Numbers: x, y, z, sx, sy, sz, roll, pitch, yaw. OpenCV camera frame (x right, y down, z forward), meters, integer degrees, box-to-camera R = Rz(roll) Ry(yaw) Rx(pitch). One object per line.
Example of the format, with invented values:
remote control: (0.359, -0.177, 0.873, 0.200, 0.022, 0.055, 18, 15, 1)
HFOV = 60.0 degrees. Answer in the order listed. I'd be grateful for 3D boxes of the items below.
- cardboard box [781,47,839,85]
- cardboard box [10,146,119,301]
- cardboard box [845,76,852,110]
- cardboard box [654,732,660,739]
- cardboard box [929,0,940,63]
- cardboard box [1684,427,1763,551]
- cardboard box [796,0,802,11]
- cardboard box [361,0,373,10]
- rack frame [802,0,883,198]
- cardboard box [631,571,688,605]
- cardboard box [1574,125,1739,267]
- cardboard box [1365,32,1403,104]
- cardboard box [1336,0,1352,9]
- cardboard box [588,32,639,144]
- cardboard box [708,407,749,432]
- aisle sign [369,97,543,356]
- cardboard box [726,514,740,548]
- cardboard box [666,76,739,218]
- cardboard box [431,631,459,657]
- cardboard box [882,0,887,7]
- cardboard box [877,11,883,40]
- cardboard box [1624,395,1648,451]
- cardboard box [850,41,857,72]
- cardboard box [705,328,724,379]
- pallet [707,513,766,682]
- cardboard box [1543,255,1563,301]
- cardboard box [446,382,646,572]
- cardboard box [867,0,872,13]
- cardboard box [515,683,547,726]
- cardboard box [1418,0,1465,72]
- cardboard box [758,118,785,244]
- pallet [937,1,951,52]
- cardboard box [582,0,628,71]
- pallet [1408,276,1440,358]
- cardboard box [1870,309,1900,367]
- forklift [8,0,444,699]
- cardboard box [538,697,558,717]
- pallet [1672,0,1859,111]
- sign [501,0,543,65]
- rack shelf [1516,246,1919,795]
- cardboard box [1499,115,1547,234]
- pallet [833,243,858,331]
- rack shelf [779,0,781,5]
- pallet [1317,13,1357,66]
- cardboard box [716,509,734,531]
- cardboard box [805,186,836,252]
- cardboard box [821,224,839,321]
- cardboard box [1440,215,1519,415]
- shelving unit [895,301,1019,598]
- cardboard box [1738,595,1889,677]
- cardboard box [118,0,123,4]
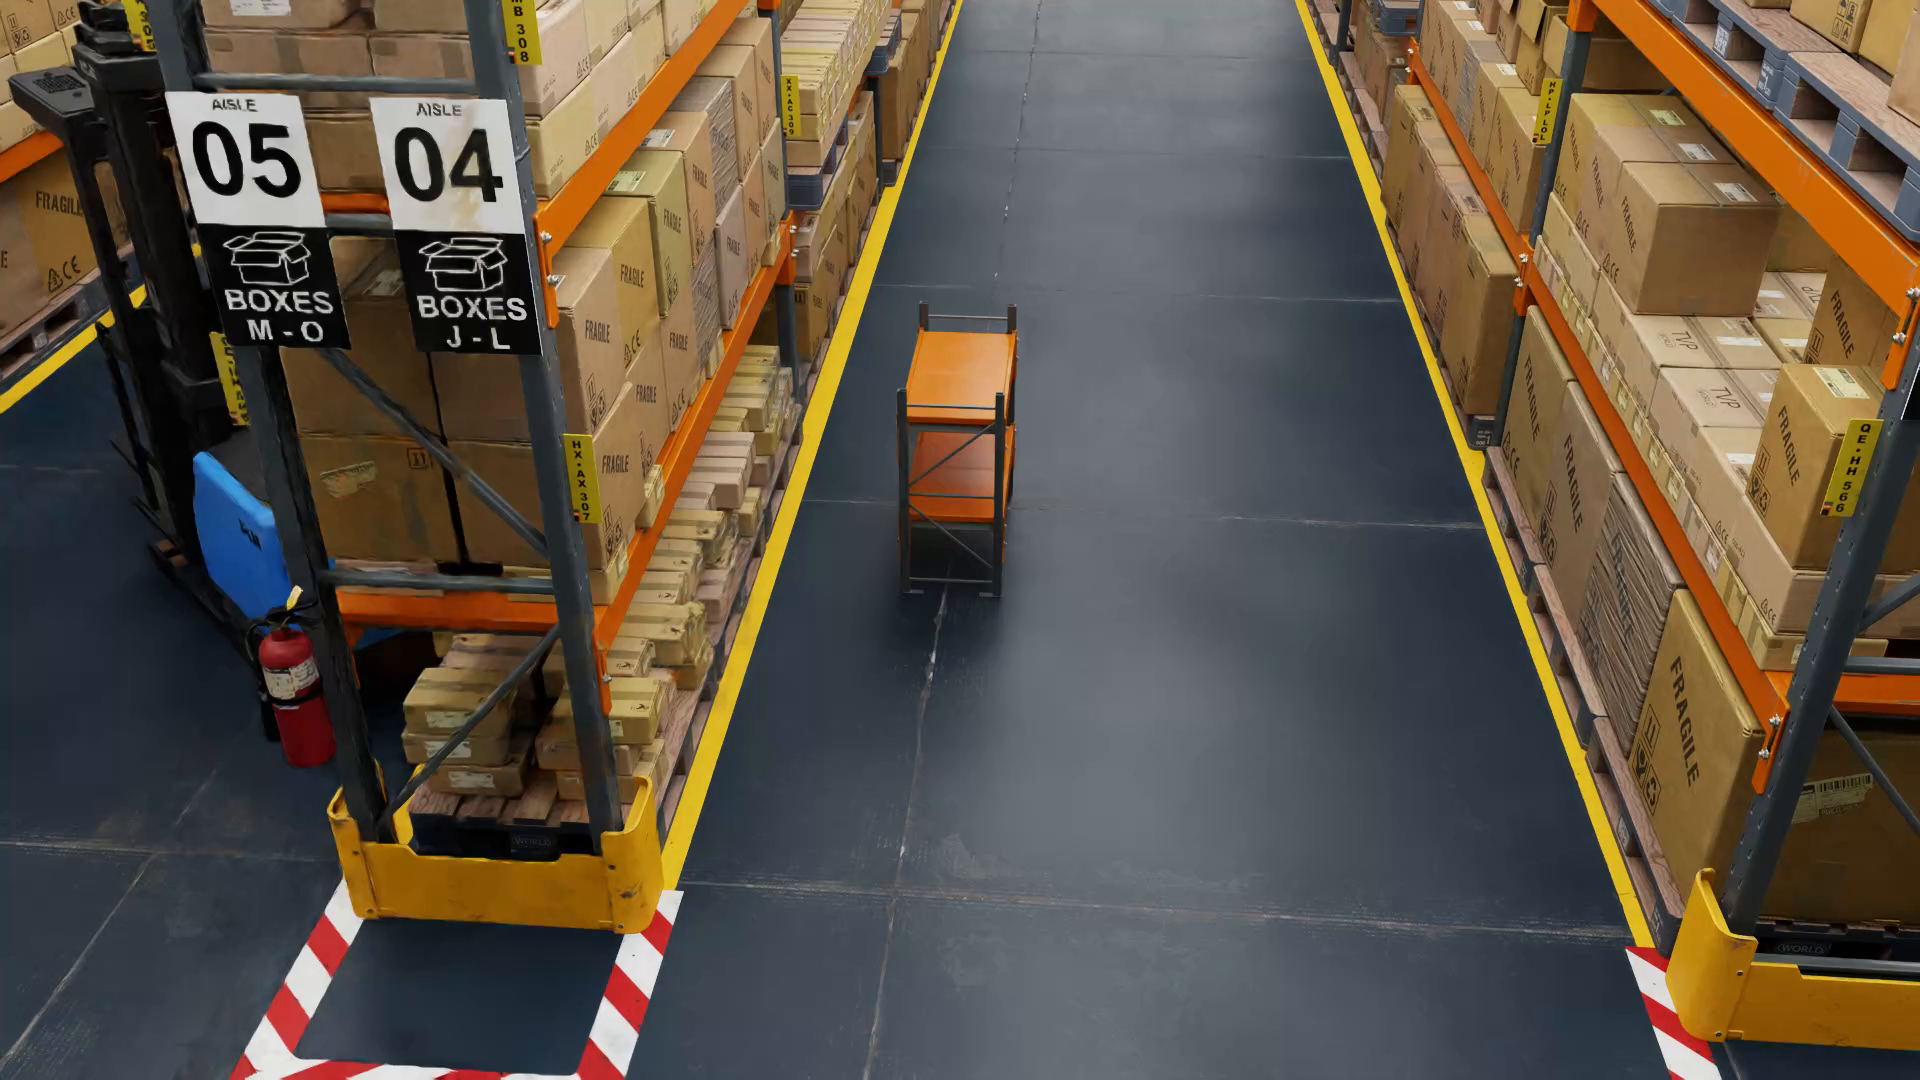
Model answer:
cardboard box: (-0.908, -2.734, 9.599, 0.380, 0.149, 0.250, 3, 32, 4)
cardboard box: (-6.344, -2.176, 11.046, 0.875, 0.875, 0.875, 3, 32, 5)
cardboard box: (-0.865, -2.741, 10.178, 0.380, 0.149, 0.250, 1, 32, 2)
cardboard box: (-1.463, 0.783, 6.937, 0.380, 0.149, 0.250, 2, 32, 4)
cardboard box: (-0.748, -5.018, 15.778, 1.050, 0.750, 0.750, 2, 32, 4)
cardboard box: (2.988, -0.179, 6.041, 0.500, 0.250, 0.500, 2, 32, 3)
cardboard box: (-1.350, -3.881, 12.027, 0.380, 0.149, 0.250, 2, 32, 3)
cardboard box: (-1.933, -1.759, 5.172, 0.380, 0.149, 0.250, 3, 32, 5)
rack frame: (-1.113, -4.034, 12.437, 1.000, 3.000, 0.127, 2, 32, 4)
cardboard box: (-1.394, 0.262, 7.215, 0.380, 0.149, 0.250, 1, 32, 2)
cardboard box: (3.155, -1.563, 7.572, 0.500, 0.500, 0.500, 2, 32, 4)
cardboard box: (3.974, -4.123, 14.544, 0.700, 0.500, 0.500, 0, 32, 0)
cardboard box: (4.232, -5.811, 17.303, 0.500, 0.500, 0.500, 0, 32, 0)
cardboard box: (-1.425, -1.563, 5.711, 0.500, 0.250, 0.500, 3, 32, 6)
cardboard box: (-1.301, -0.566, 8.559, 0.380, 0.149, 0.250, 3, 32, 6)
aisle sign: (-1.471, -0.907, 4.884, 0.394, 0.787, 0.004, 2, 32, 4)
cardboard box: (-1.303, -0.013, 8.230, 0.380, 0.149, 0.250, 3, 32, 5)
cardboard box: (-1.300, -1.743, 7.387, 0.500, 0.500, 0.500, 3, 32, 5)
cardboard box: (-2.001, 0.373, 7.035, 0.380, 0.149, 0.250, 2, 32, 3)
cardboard box: (-0.719, -3.815, 11.637, 0.380, 0.149, 0.250, 4, 32, 6)
cardboard box: (-0.737, -3.564, 11.514, 0.380, 0.149, 0.250, 3, 32, 5)
cardboard box: (2.997, -0.479, 6.907, 0.380, 0.149, 0.250, 3, 32, 5)
cardboard box: (-0.846, -3.014, 10.337, 0.380, 0.149, 0.250, 2, 32, 3)
cardboard box: (-1.284, -0.856, 7.519, 0.380, 0.149, 0.250, 3, 32, 5)
pallet: (-1.554, 0.237, 8.164, 1.003, 0.211, 1.213, 2, 32, 4)
cardboard box: (3.120, -1.293, 8.229, 0.380, 0.149, 0.250, 1, 32, 2)
cardboard box: (-1.452, -0.243, 5.907, 0.500, 0.500, 0.500, 4, 32, 6)
cardboard box: (-0.783, -3.550, 10.923, 0.380, 0.149, 0.250, 2, 32, 4)
cardboard box: (-1.930, 0.635, 6.895, 0.380, 0.149, 0.250, 2, 32, 3)
cardboard box: (3.512, -3.570, 11.588, 0.500, 0.500, 0.500, 3, 32, 5)
cardboard box: (-1.196, -1.847, 8.509, 0.500, 0.500, 0.500, 3, 32, 4)
pallet: (-0.647, -5.333, 17.202, 1.003, 0.211, 1.213, 2, 32, 4)
cardboard box: (-1.428, -1.768, 5.568, 0.500, 0.250, 0.500, 2, 32, 3)
pallet: (3.581, -1.537, 11.043, 1.003, 0.211, 1.213, 2, 32, 4)
cardboard box: (3.520, -0.469, 5.797, 0.500, 0.500, 0.500, 2, 32, 3)
forklift: (-3.482, -1.169, 7.853, 1.130, 2.935, 3.031, -25, 40, -35)
cardboard box: (-1.902, 0.626, 7.191, 0.380, 0.149, 0.250, 2, 32, 4)
pallet: (3.318, -1.854, 6.124, 1.003, 0.211, 1.213, 2, 32, 4)
sign: (-1.223, -1.477, 4.595, 0.100, 0.325, 0.005, 2, 32, 4)
rack shelf: (3.334, -0.326, 7.105, 1.077, 0.370, 4.000, 2, 32, 4)
cardboard box: (3.263, -1.977, 9.003, 0.500, 0.500, 0.500, 3, 32, 4)
pallet: (-1.280, -1.802, 11.473, 1.003, 0.211, 1.213, 2, 32, 4)
rack shelf: (-1.275, -3.959, 10.142, 1.077, 0.370, 4.000, 2, 32, 4)
pallet: (4.168, -5.027, 16.705, 1.003, 0.211, 1.213, 2, 32, 4)
cardboard box: (-1.322, -0.173, 8.205, 0.380, 0.149, 0.250, 1, 32, 2)
cardboard box: (-1.074, -2.030, 10.453, 0.500, 0.250, 0.500, 3, 32, 5)
cardboard box: (-1.072, -1.709, 10.646, 0.500, 0.500, 0.500, 4, 32, 6)
cardboard box: (3.529, -1.288, 9.605, 1.225, 0.875, 0.875, 3, 32, 4)
shelving unit: (-0.001, -0.475, 8.449, 0.538, 1.125, 1.048, 2, 32, 4)
cardboard box: (2.872, 0.320, 5.610, 0.380, 0.149, 0.250, 3, 32, 5)
cardboard box: (-5.900, -3.541, 11.303, 0.500, 0.250, 0.500, 2, 32, 3)
